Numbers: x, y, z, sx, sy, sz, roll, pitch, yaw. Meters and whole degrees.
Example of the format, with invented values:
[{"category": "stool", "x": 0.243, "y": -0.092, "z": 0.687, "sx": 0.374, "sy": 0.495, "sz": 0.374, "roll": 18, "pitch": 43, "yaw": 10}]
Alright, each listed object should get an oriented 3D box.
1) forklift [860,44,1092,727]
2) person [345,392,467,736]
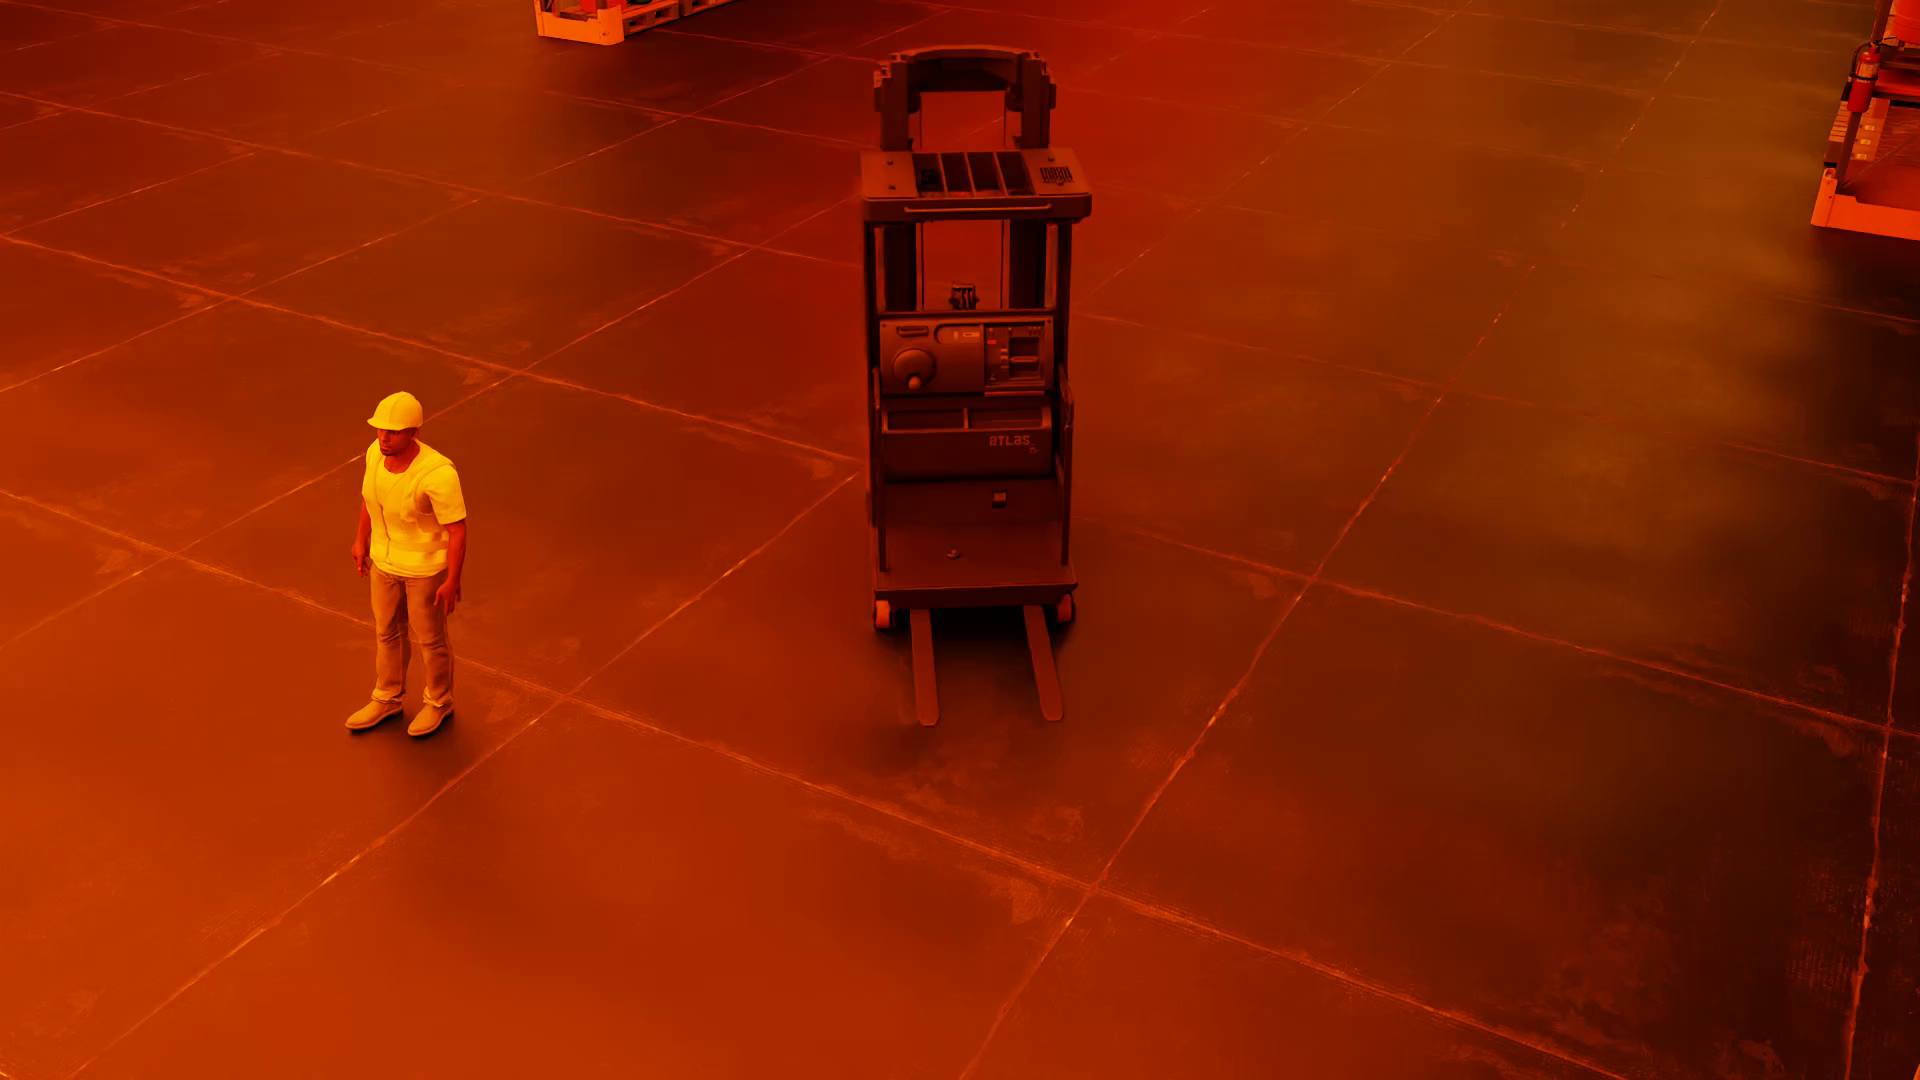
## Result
[{"category": "forklift", "x": 0.054, "y": -0.947, "z": 8.712, "sx": 1.130, "sy": 2.935, "sz": 3.031, "roll": -2, "pitch": 30, "yaw": -3}, {"category": "person", "x": -2.687, "y": 0.140, "z": 7.979, "sx": 0.665, "sy": 1.767, "sz": 0.576, "roll": 16, "pitch": 34, "yaw": 25}]
